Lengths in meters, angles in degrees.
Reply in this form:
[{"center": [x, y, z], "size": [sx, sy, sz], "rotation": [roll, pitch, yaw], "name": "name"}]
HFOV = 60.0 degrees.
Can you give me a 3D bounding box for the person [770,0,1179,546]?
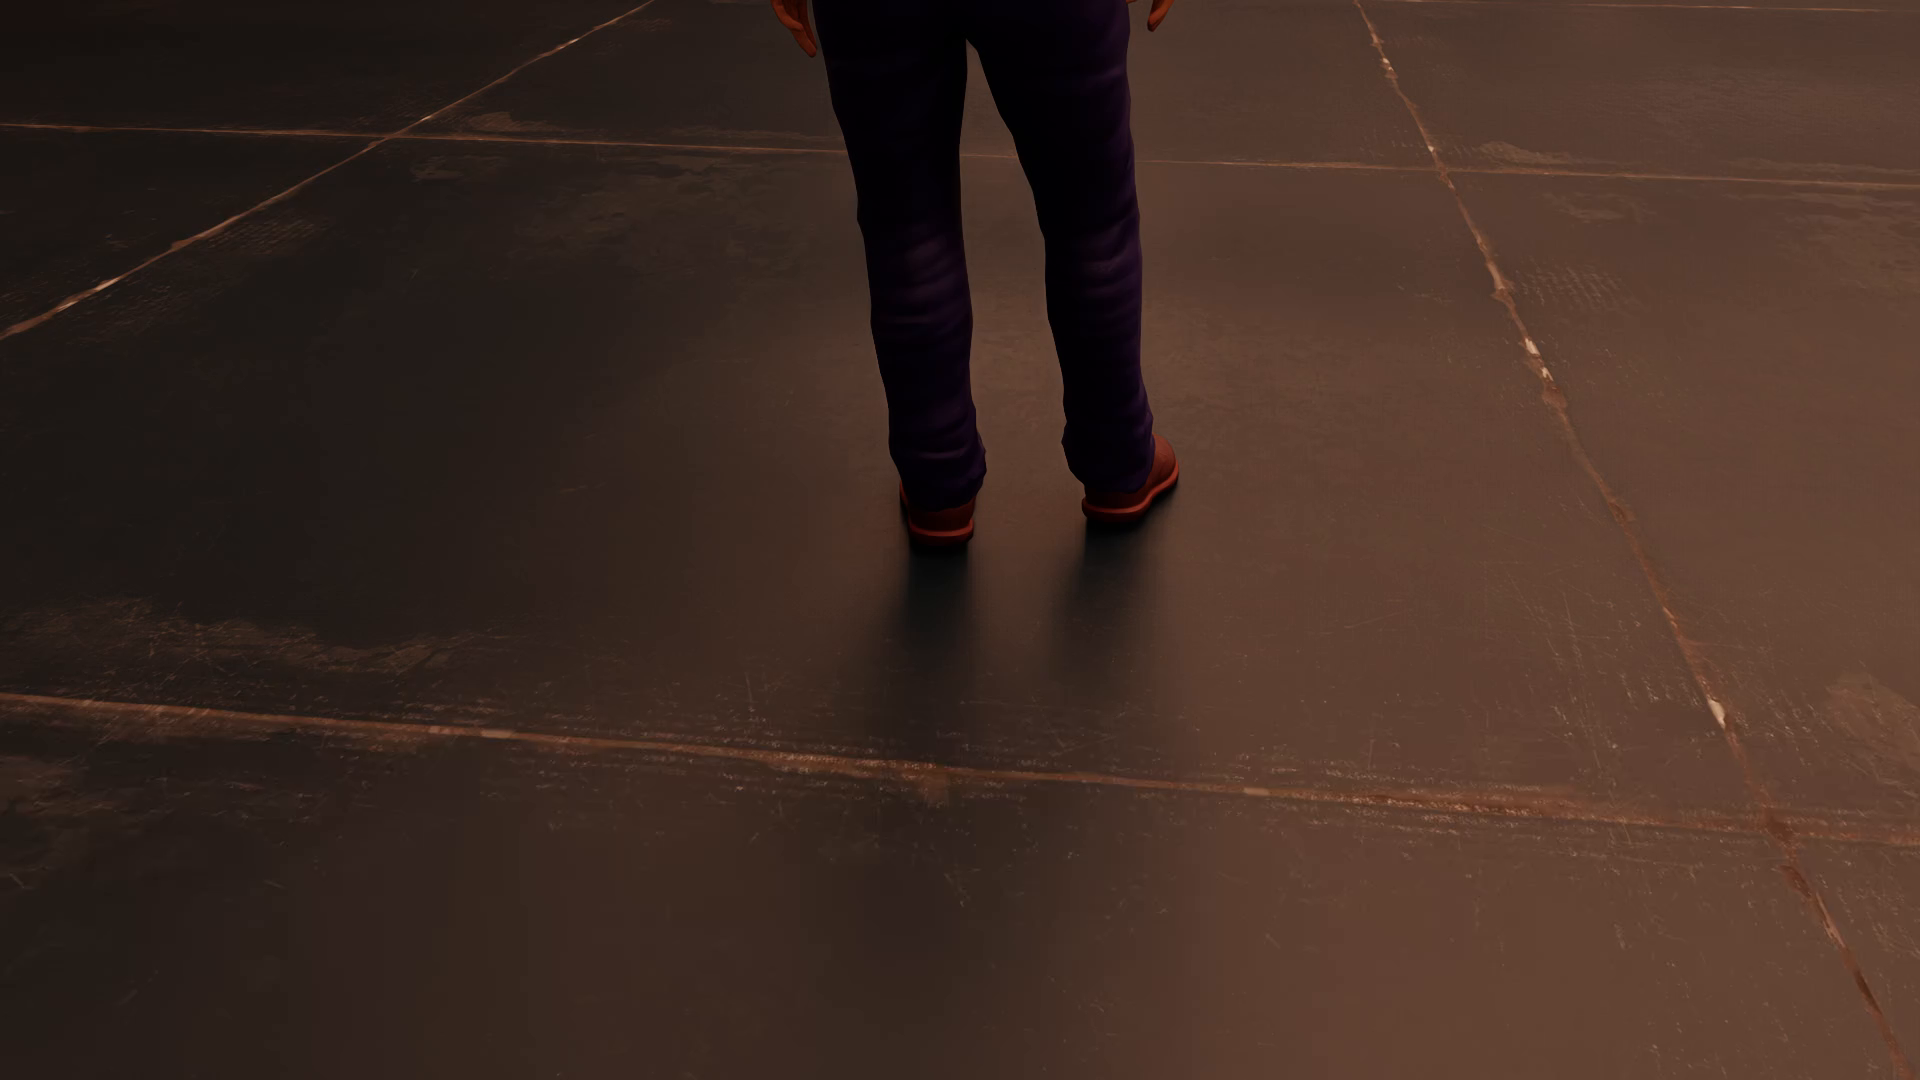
[{"center": [0.035, -0.782, 2.206], "size": [0.598, 1.651, 0.502], "rotation": [3, 27, 7], "name": "person"}]
